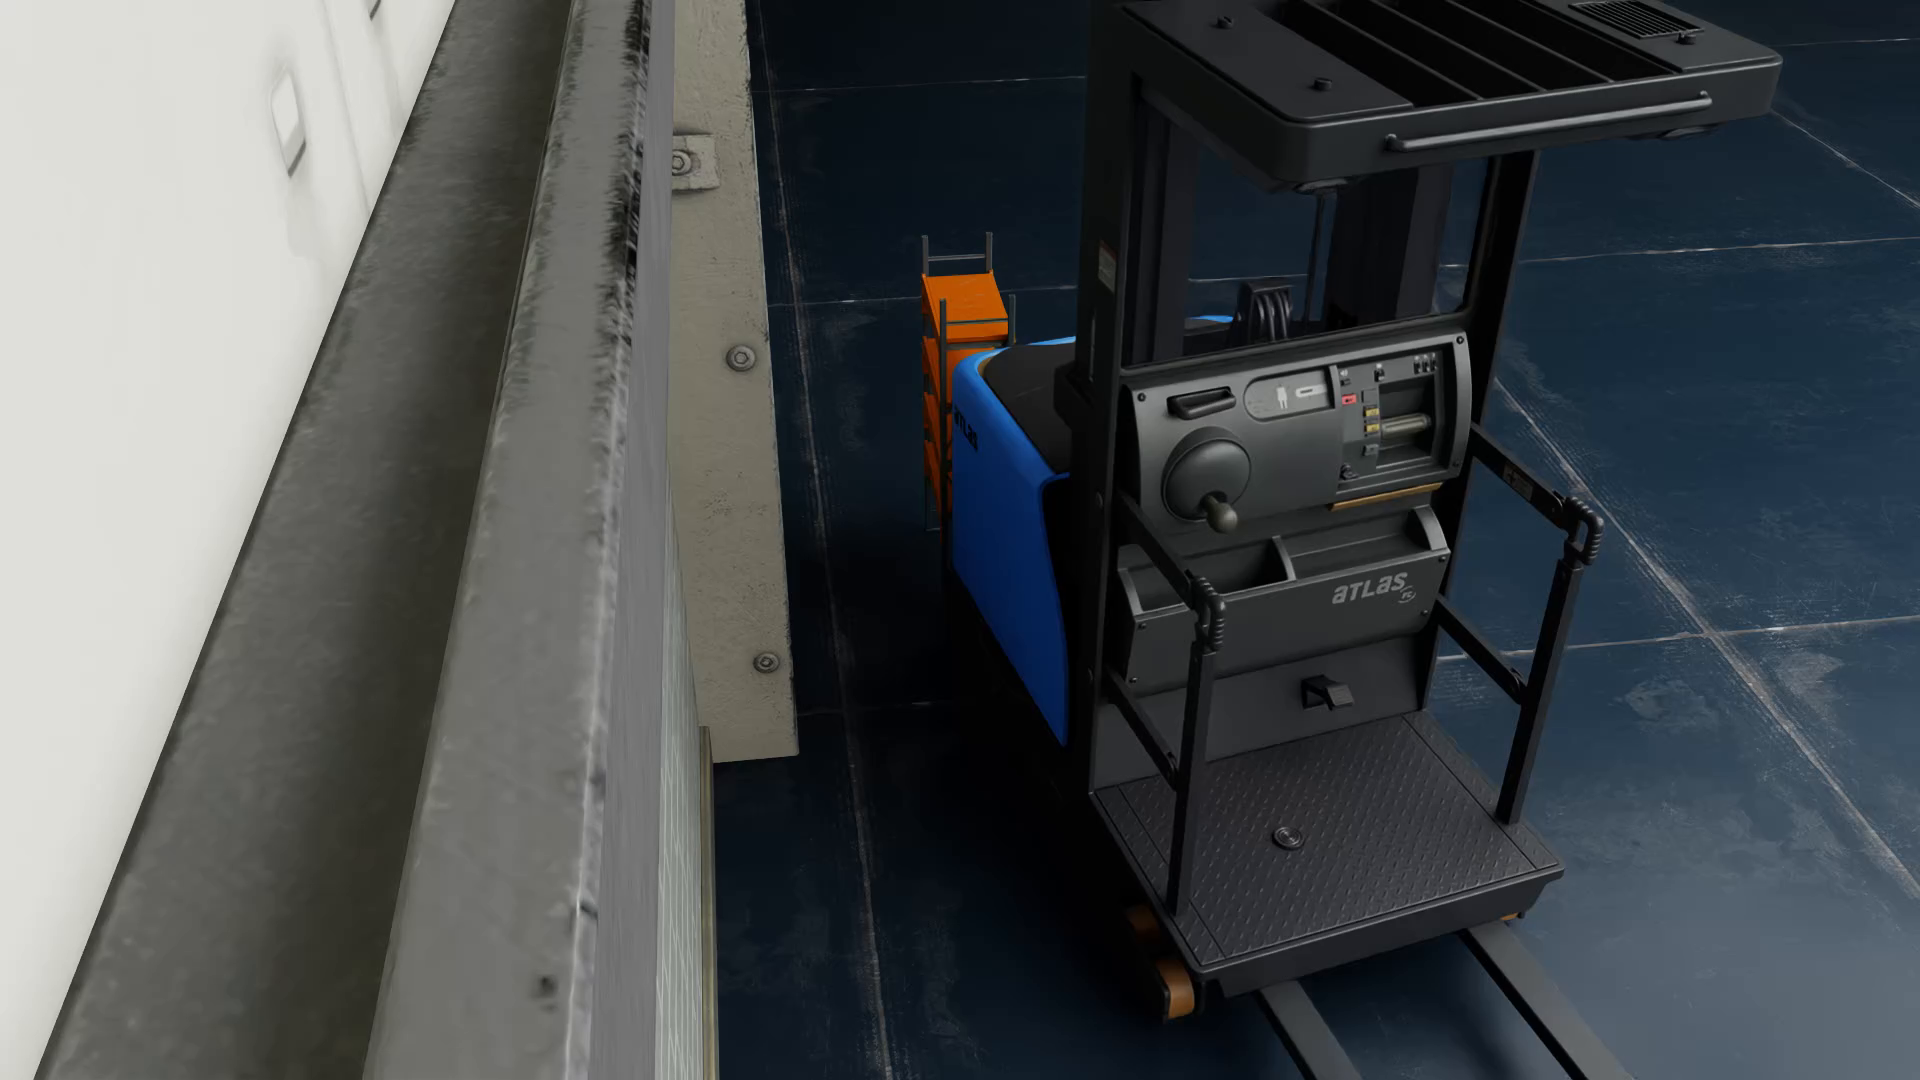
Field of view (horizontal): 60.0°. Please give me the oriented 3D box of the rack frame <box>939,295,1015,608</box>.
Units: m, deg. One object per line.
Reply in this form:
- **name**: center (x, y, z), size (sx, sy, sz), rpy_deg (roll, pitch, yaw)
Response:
- **rack frame**: center (0.055, -0.267, 5.577), size (0.240, 1.200, 0.015), rpy_deg (-4, 35, -6)

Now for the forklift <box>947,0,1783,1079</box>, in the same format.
- **forklift**: center (0.928, -0.210, 3.955), size (1.130, 2.935, 3.031), rpy_deg (-11, 36, -16)

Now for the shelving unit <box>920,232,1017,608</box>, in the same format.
- **shelving unit**: center (0.022, -0.403, 5.777), size (0.258, 1.200, 0.503), rpy_deg (-4, 35, -6)

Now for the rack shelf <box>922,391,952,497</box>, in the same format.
- **rack shelf**: center (0.022, -0.348, 5.814), size (0.258, 0.148, 0.480), rpy_deg (-4, 35, -6)

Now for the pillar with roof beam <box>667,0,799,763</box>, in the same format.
- **pillar with roof beam**: center (3.579, -3.465, 3.343), size (9.100, 9.000, 0.400), rpy_deg (-4, 35, -6)

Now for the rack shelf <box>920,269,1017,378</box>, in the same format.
- **rack shelf**: center (0.022, -0.728, 5.555), size (0.258, 0.148, 0.480), rpy_deg (-4, 35, -6)

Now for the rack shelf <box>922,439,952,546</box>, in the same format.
- **rack shelf**: center (0.022, -0.184, 5.926), size (0.258, 0.148, 0.480), rpy_deg (-4, 35, -6)

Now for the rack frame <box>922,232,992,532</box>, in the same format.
- **rack frame**: center (-0.011, -0.540, 5.976), size (0.240, 1.200, 0.015), rpy_deg (-4, 35, -6)

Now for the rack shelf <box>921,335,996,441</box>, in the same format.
- **rack shelf**: center (0.022, -0.533, 5.688), size (0.258, 0.148, 0.480), rpy_deg (-4, 35, -6)
